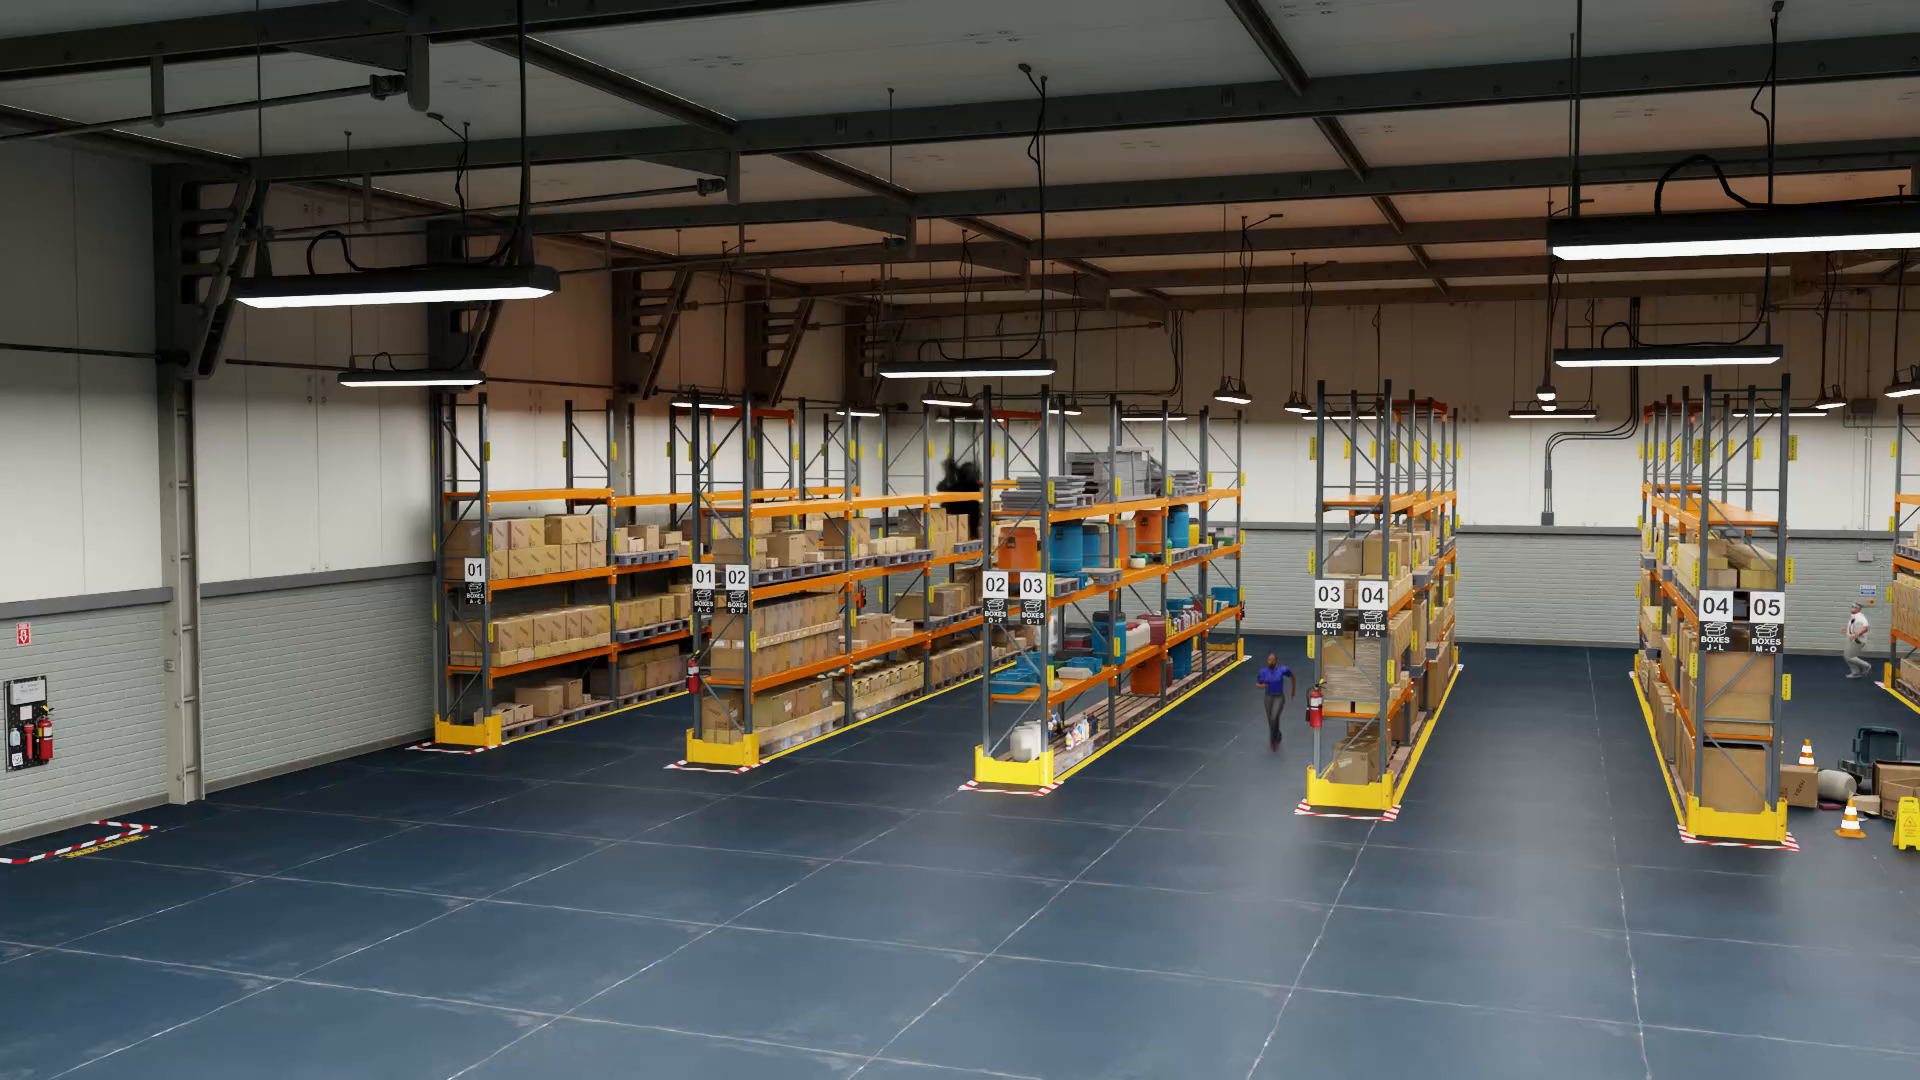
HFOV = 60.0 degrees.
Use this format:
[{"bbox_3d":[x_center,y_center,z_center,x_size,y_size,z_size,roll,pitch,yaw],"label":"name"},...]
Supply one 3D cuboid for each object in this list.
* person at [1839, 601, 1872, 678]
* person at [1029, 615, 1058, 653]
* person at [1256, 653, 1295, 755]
[{"bbox_3d":[19.739,2.196,36.629,0.648,1.731,0.699,1,3,20],"label":"person"},{"bbox_3d":[1.799,2.248,35.283,0.658,1.813,0.801,1,3,15],"label":"person"},{"bbox_3d":[5.257,2.709,27.747,0.599,1.686,0.834,1,3,23],"label":"person"}]
